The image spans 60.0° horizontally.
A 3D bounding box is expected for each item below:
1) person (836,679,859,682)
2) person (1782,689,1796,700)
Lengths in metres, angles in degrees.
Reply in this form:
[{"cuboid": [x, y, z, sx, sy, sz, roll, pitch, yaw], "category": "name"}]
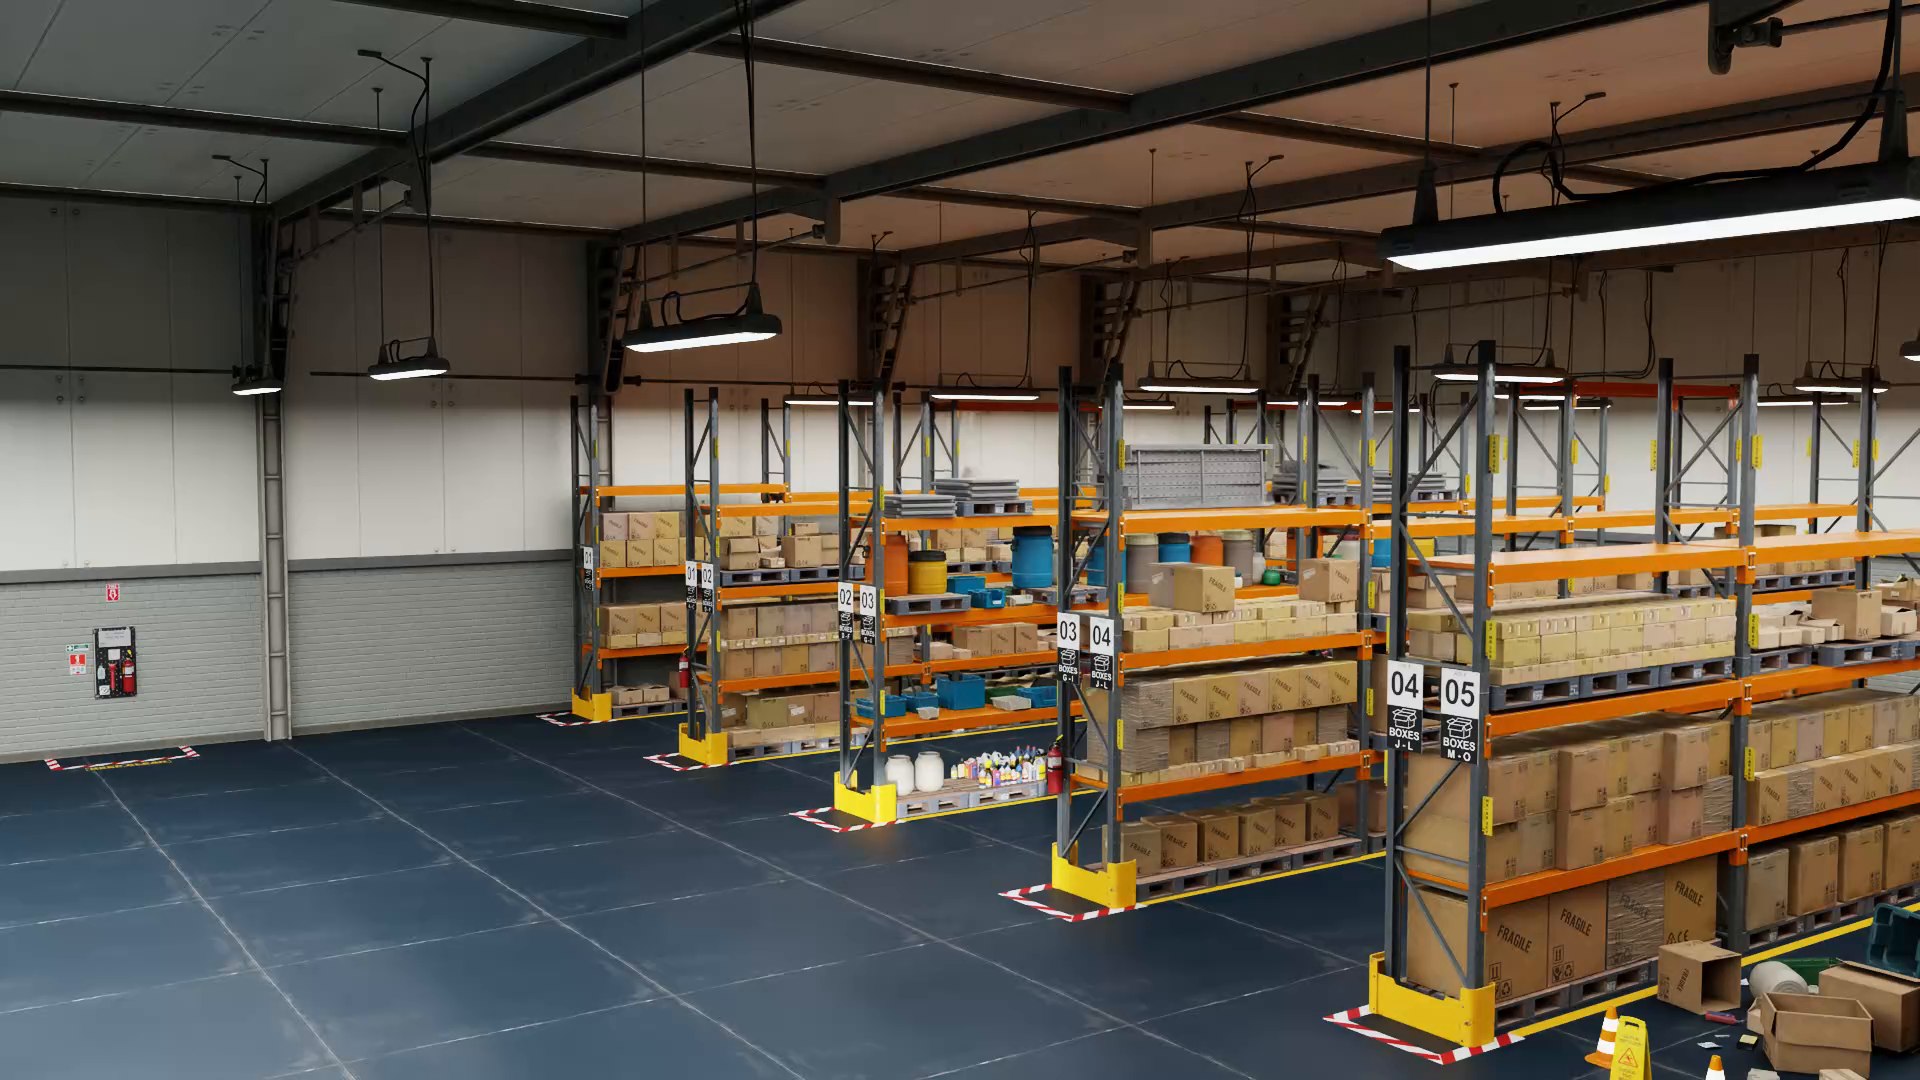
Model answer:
[{"cuboid": [-2.033, 2.442, 30.629, 1.010, 1.833, 0.622, -3, 5, -42], "category": "person"}, {"cuboid": [11.847, 2.903, 23.805, 0.934, 1.650, 0.602, -3, 4, -38], "category": "person"}]
